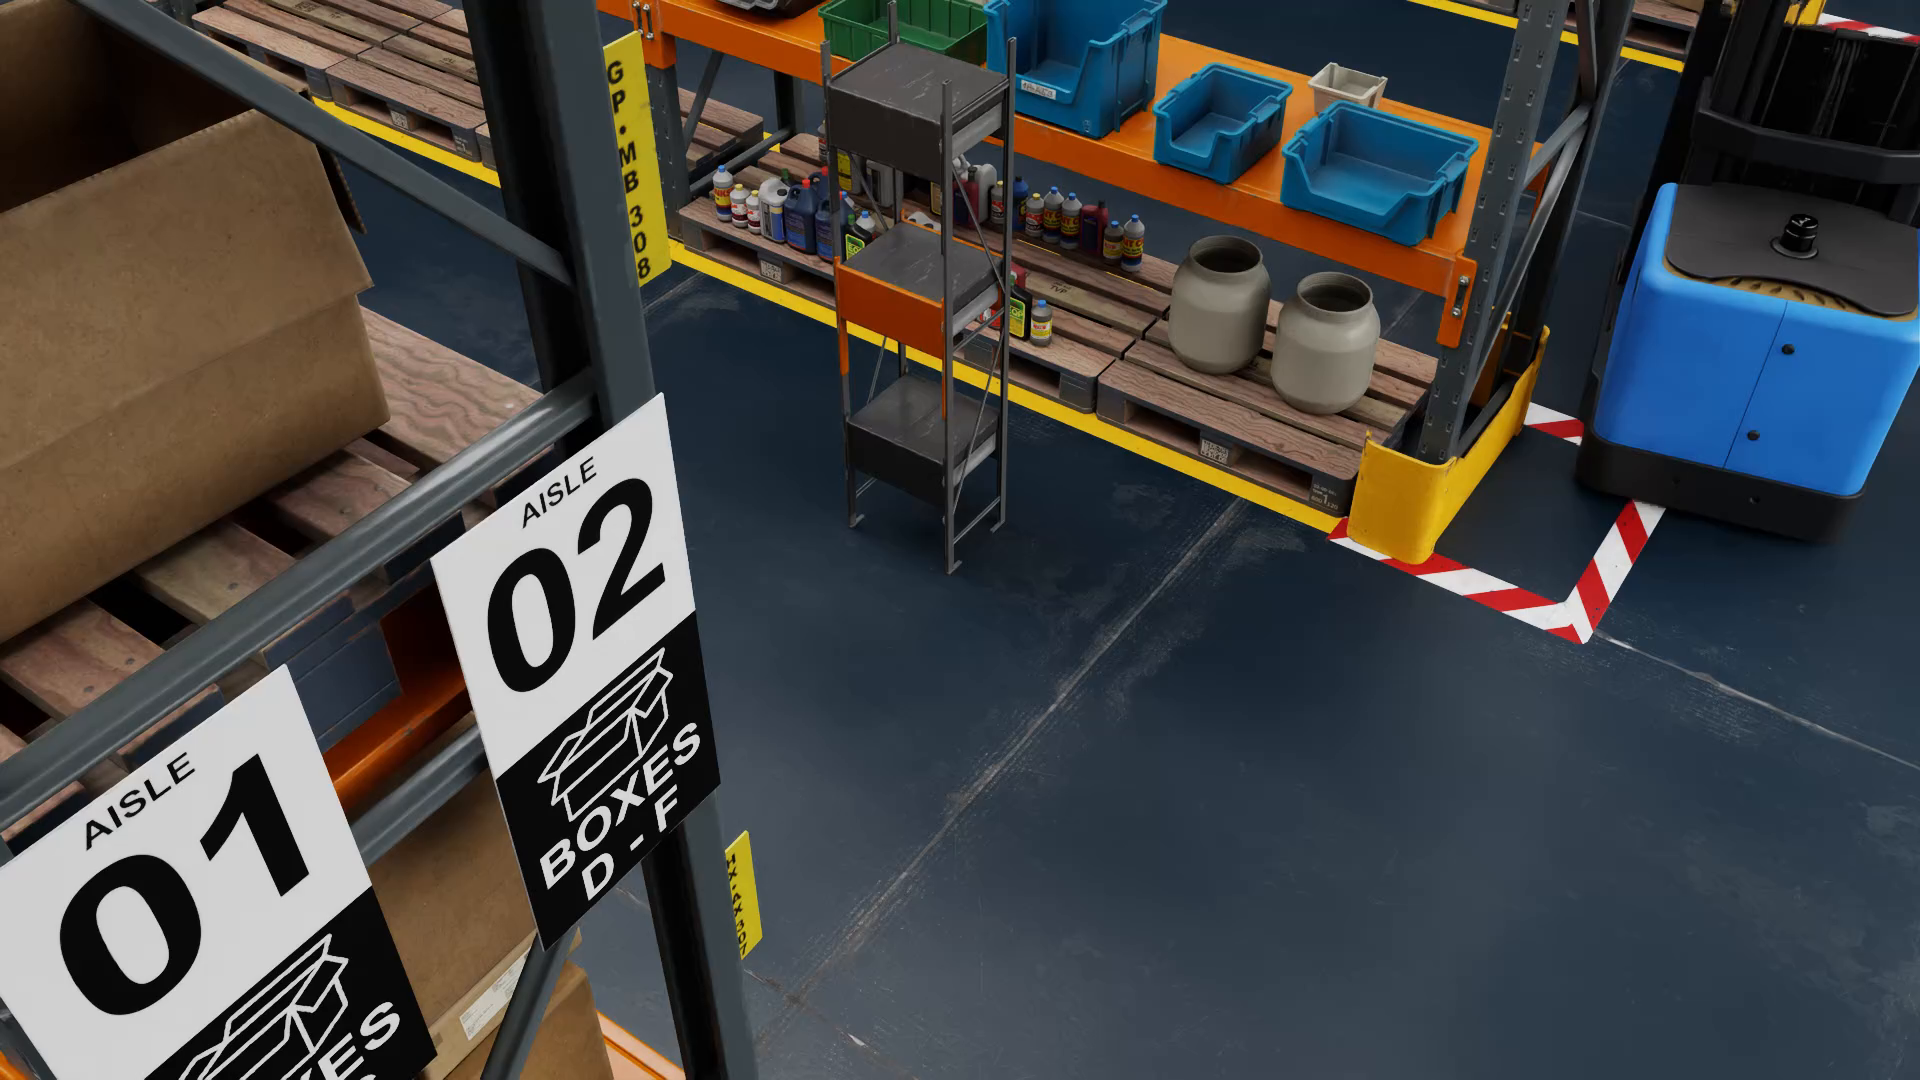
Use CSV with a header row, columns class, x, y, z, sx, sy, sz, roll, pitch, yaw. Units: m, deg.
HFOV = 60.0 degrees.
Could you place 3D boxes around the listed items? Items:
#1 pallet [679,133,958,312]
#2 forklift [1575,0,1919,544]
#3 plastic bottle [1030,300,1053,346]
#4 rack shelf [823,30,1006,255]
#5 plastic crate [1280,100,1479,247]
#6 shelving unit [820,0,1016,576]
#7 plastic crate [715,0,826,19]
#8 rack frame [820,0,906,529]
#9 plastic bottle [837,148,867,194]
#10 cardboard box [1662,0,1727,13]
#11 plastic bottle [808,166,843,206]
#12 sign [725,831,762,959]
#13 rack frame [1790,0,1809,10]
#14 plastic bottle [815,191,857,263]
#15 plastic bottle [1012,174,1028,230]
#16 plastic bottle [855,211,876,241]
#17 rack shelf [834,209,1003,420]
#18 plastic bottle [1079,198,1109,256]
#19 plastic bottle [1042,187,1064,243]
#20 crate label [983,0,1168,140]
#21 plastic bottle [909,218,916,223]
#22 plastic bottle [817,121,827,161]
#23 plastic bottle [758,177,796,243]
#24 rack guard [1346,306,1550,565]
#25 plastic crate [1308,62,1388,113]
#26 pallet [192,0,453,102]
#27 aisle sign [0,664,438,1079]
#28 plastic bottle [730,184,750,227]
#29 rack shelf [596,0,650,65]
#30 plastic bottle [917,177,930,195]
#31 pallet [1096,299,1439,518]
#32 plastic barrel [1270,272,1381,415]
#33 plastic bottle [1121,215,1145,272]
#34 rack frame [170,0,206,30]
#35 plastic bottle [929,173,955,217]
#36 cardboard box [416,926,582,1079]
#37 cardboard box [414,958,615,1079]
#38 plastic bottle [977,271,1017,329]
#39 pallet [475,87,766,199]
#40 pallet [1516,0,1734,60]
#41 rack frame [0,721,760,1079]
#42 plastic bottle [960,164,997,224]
class,x,y,z,sx,sy,sz,roll,pitch,yaw
pallet,-0.634,-1.596,8.375,1.213,0.211,1.003,25,48,25
forklift,3.609,-2.066,6.861,1.130,2.935,3.031,16,44,17
plastic bottle,0.360,-0.968,7.351,0.097,0.201,0.097,0,42,0
rack shelf,-0.136,-1.357,5.663,0.480,0.518,0.431,25,48,25
plastic crate,1.533,-1.356,6.128,0.616,0.251,0.499,25,48,25
shelving unit,-0.136,-0.846,6.121,0.503,2.100,0.431,25,48,25
plastic crate,-0.804,-2.622,7.477,0.504,0.338,0.767,25,48,25
rack frame,-0.335,-0.939,6.225,0.015,2.100,0.400,25,48,25
plastic bottle,-0.550,-1.924,8.307,0.185,0.351,0.144,25,48,25
cardboard box,4.457,-3.561,10.039,0.500,0.500,0.500,-33,51,-31
plastic bottle,-0.655,-1.635,7.984,0.185,0.351,0.144,25,48,25
sign,-0.409,0.667,3.047,0.005,0.325,0.100,25,48,25
rack frame,4.959,-4.087,9.068,0.127,3.000,1.000,25,48,25
plastic bottle,-0.583,-1.484,7.815,0.185,0.351,0.144,23,47,24
plastic bottle,0.281,-1.642,8.052,0.097,0.271,0.097,0,42,0
plastic bottle,-0.441,-1.418,7.802,0.097,0.271,0.097,0,42,0
rack shelf,-0.136,-0.836,6.130,0.480,0.518,0.431,25,48,25
plastic bottle,0.635,-1.496,7.879,0.133,0.283,0.061,26,48,26
plastic bottle,0.447,-1.564,7.965,0.097,0.271,0.097,0,42,0
crate label,0.453,-1.954,6.657,0.616,0.435,0.502,25,48,25
plastic bottle,-0.235,-1.321,7.633,0.185,0.351,0.144,25,47,25
plastic bottle,-0.684,-2.067,8.579,0.097,0.201,0.097,0,42,0
plastic bottle,-0.870,-1.594,7.994,0.135,0.276,0.152,27,48,27
rack guard,2.026,-0.455,6.884,0.348,0.500,1.175,25,48,25
plastic crate,1.567,-1.803,6.714,0.250,0.136,0.298,25,48,25
pallet,-3.823,-3.089,10.044,1.213,0.211,1.003,25,48,25
aisle sign,-0.847,0.536,1.952,0.004,0.787,0.394,25,48,25
plastic bottle,-1.068,-1.636,8.097,0.097,0.201,0.097,0,42,0
rack shelf,-2.797,-3.412,8.854,4.000,0.370,1.077,25,48,25
plastic bottle,-0.153,-1.864,8.291,0.133,0.283,0.061,28,49,28
pallet,1.364,-0.662,7.331,1.213,0.211,1.003,25,48,25
plastic barrel,1.532,-0.823,6.971,0.421,0.512,0.421,0,42,0
plastic bottle,0.809,-1.395,7.775,0.097,0.271,0.097,0,42,0
rack frame,-4.435,-4.446,9.470,0.127,3.000,1.000,25,48,25
plastic bottle,-0.084,-1.714,8.124,0.133,0.283,0.061,25,48,25
cardboard box,-0.930,0.773,3.076,0.250,0.149,0.380,25,47,25
cardboard box,-1.107,1.097,3.200,0.500,0.500,0.700,25,48,25
plastic bottle,0.169,-1.108,7.451,0.135,0.276,0.152,25,48,26
pallet,-1.825,-2.155,9.000,1.213,0.211,1.003,25,48,25
pallet,4.252,-3.408,10.400,1.213,0.211,1.003,25,48,25
rack frame,-0.732,1.320,3.026,0.127,3.000,1.000,25,48,25
plastic bottle,0.085,-1.713,8.128,0.135,0.276,0.152,26,48,26
